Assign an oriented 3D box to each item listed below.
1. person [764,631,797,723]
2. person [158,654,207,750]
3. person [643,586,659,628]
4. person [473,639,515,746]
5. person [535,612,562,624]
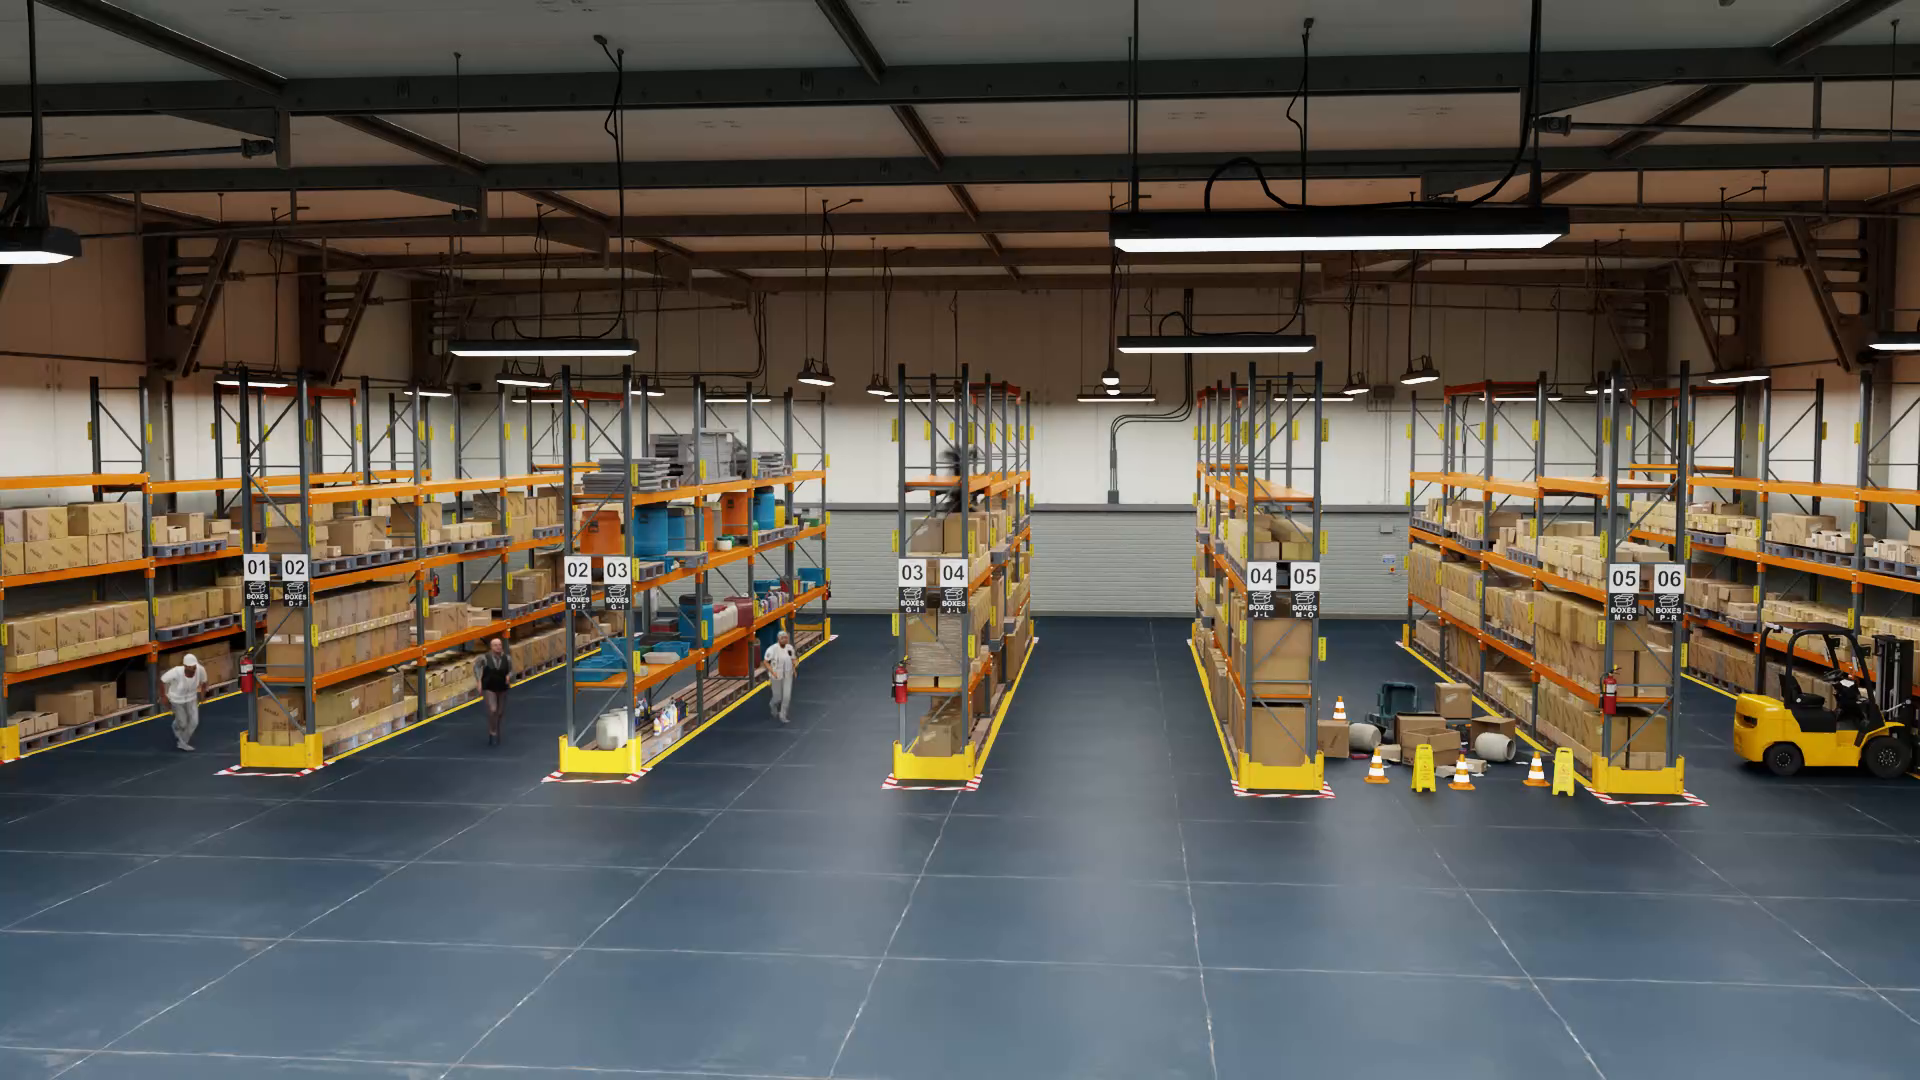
[{"bbox_3d":[-3.121,2.362,28.861,0.607,1.601,0.613,-1,4,-21],"label":"person"},{"bbox_3d":[-12.263,2.548,26.215,0.721,1.560,0.983,-3,5,-43],"label":"person"},{"bbox_3d":[-7.840,1.463,42.022,0.573,1.745,0.831,-2,4,-24],"label":"person"},{"bbox_3d":[-7.490,2.447,26.793,0.607,1.739,0.834,-2,4,-31],"label":"person"},{"bbox_3d":[-10.689,1.456,42.879,0.973,1.661,0.614,1,4,10],"label":"person"}]
